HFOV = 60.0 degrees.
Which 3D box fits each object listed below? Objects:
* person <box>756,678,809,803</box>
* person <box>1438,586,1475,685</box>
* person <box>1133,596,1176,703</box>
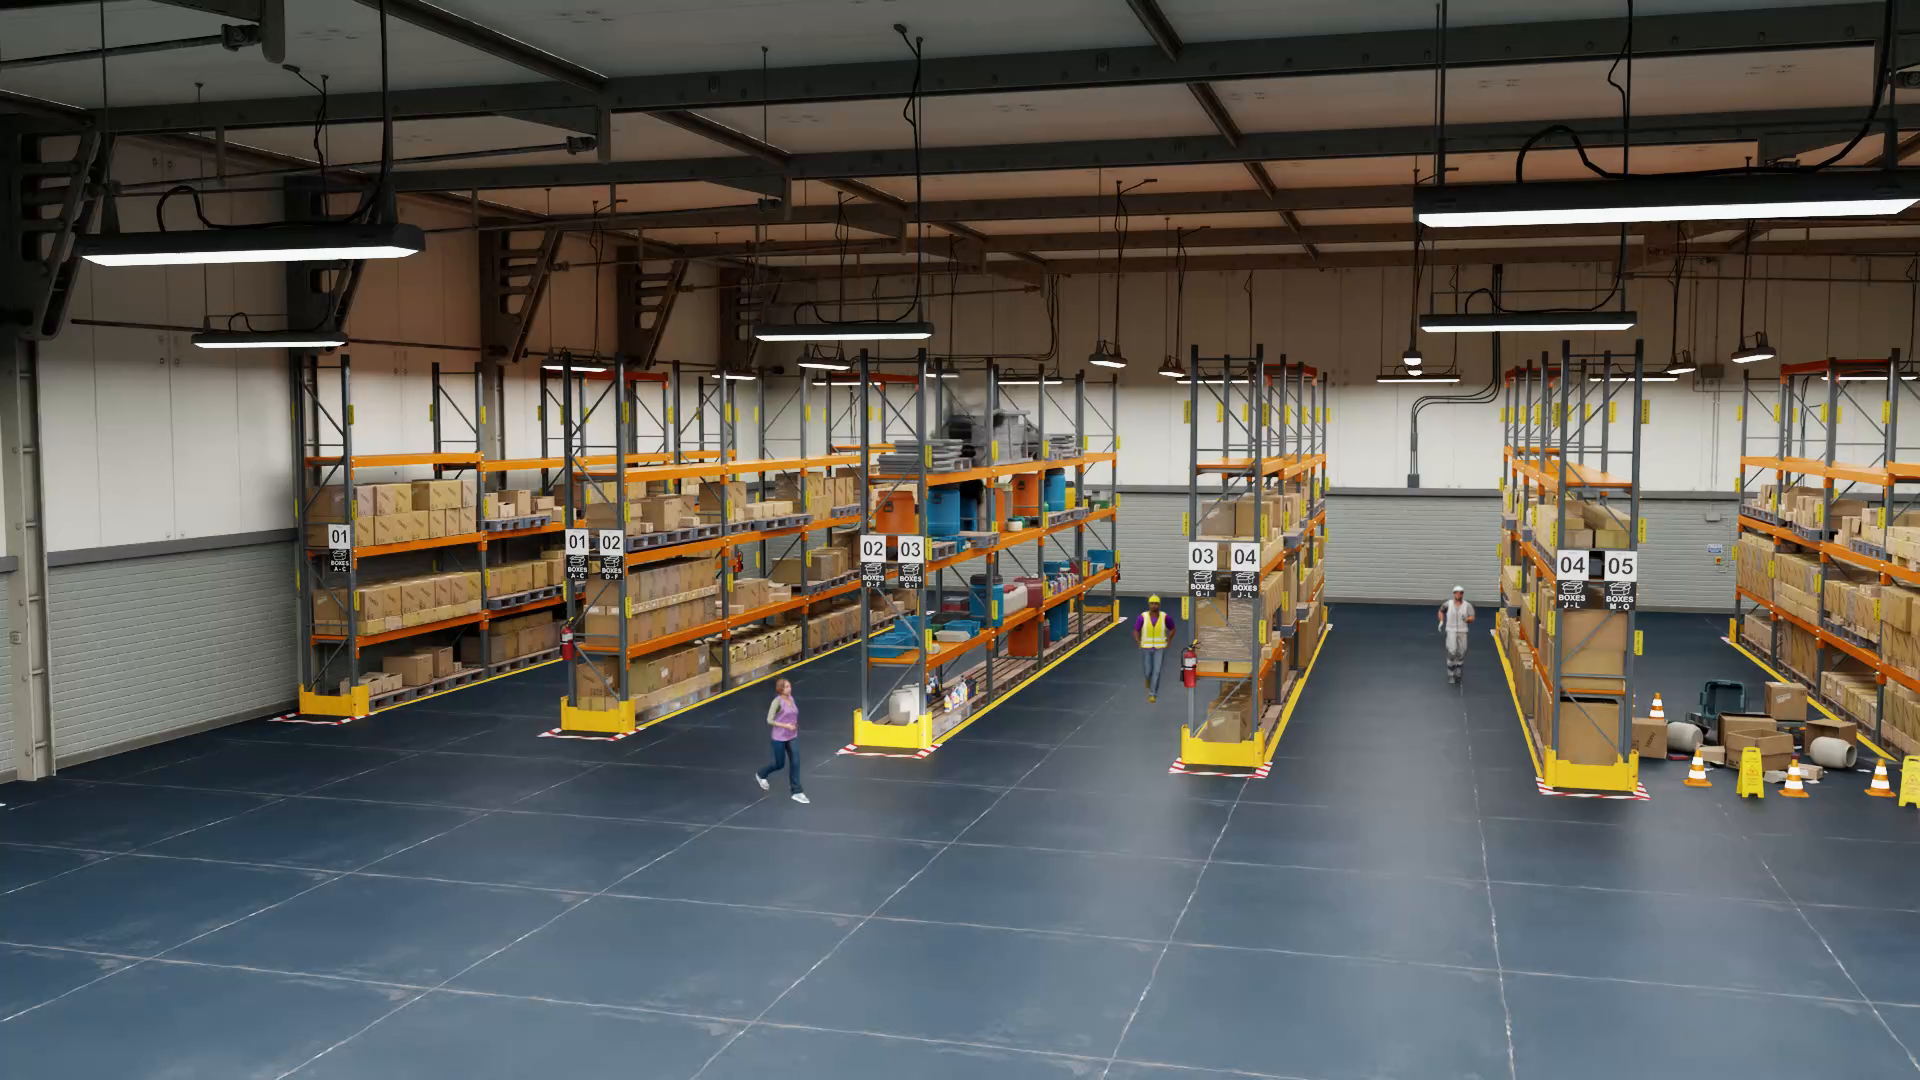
[{"bbox_3d":[-2.305,2.582,21.563,0.883,1.593,0.547,3,6,39],"label":"person"},{"bbox_3d":[9.292,1.776,31.117,0.643,1.846,0.774,1,4,10],"label":"person"},{"bbox_3d":[3.209,1.788,27.441,0.700,1.749,0.801,1,4,7],"label":"person"}]
